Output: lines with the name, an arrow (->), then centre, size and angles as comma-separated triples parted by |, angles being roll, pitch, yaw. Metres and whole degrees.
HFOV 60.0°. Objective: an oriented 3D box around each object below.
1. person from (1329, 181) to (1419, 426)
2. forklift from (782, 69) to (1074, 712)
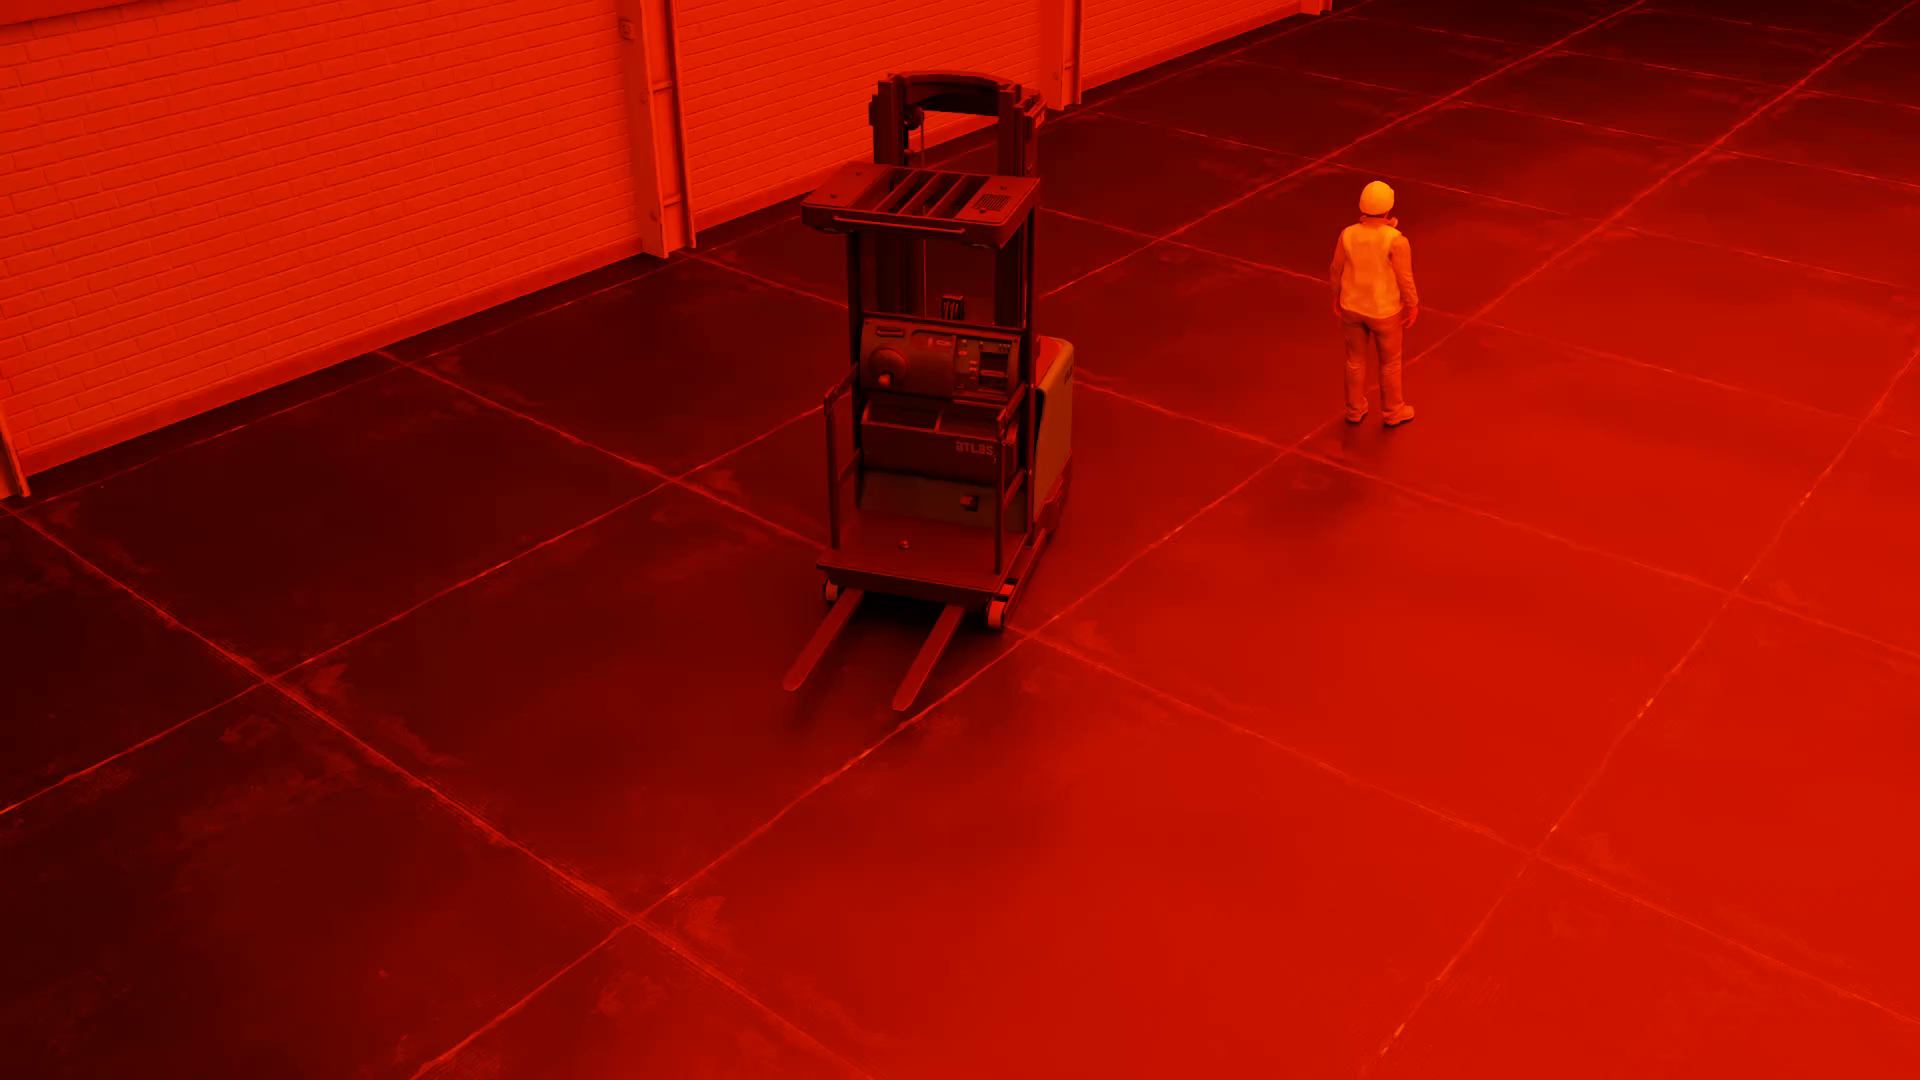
person -> 2.895, -1.653, 11.556 | 0.632, 1.773, 0.569 | 20, 36, 30
forklift -> -0.176, -0.972, 9.258 | 1.130, 2.935, 3.031 | 9, 31, 14
